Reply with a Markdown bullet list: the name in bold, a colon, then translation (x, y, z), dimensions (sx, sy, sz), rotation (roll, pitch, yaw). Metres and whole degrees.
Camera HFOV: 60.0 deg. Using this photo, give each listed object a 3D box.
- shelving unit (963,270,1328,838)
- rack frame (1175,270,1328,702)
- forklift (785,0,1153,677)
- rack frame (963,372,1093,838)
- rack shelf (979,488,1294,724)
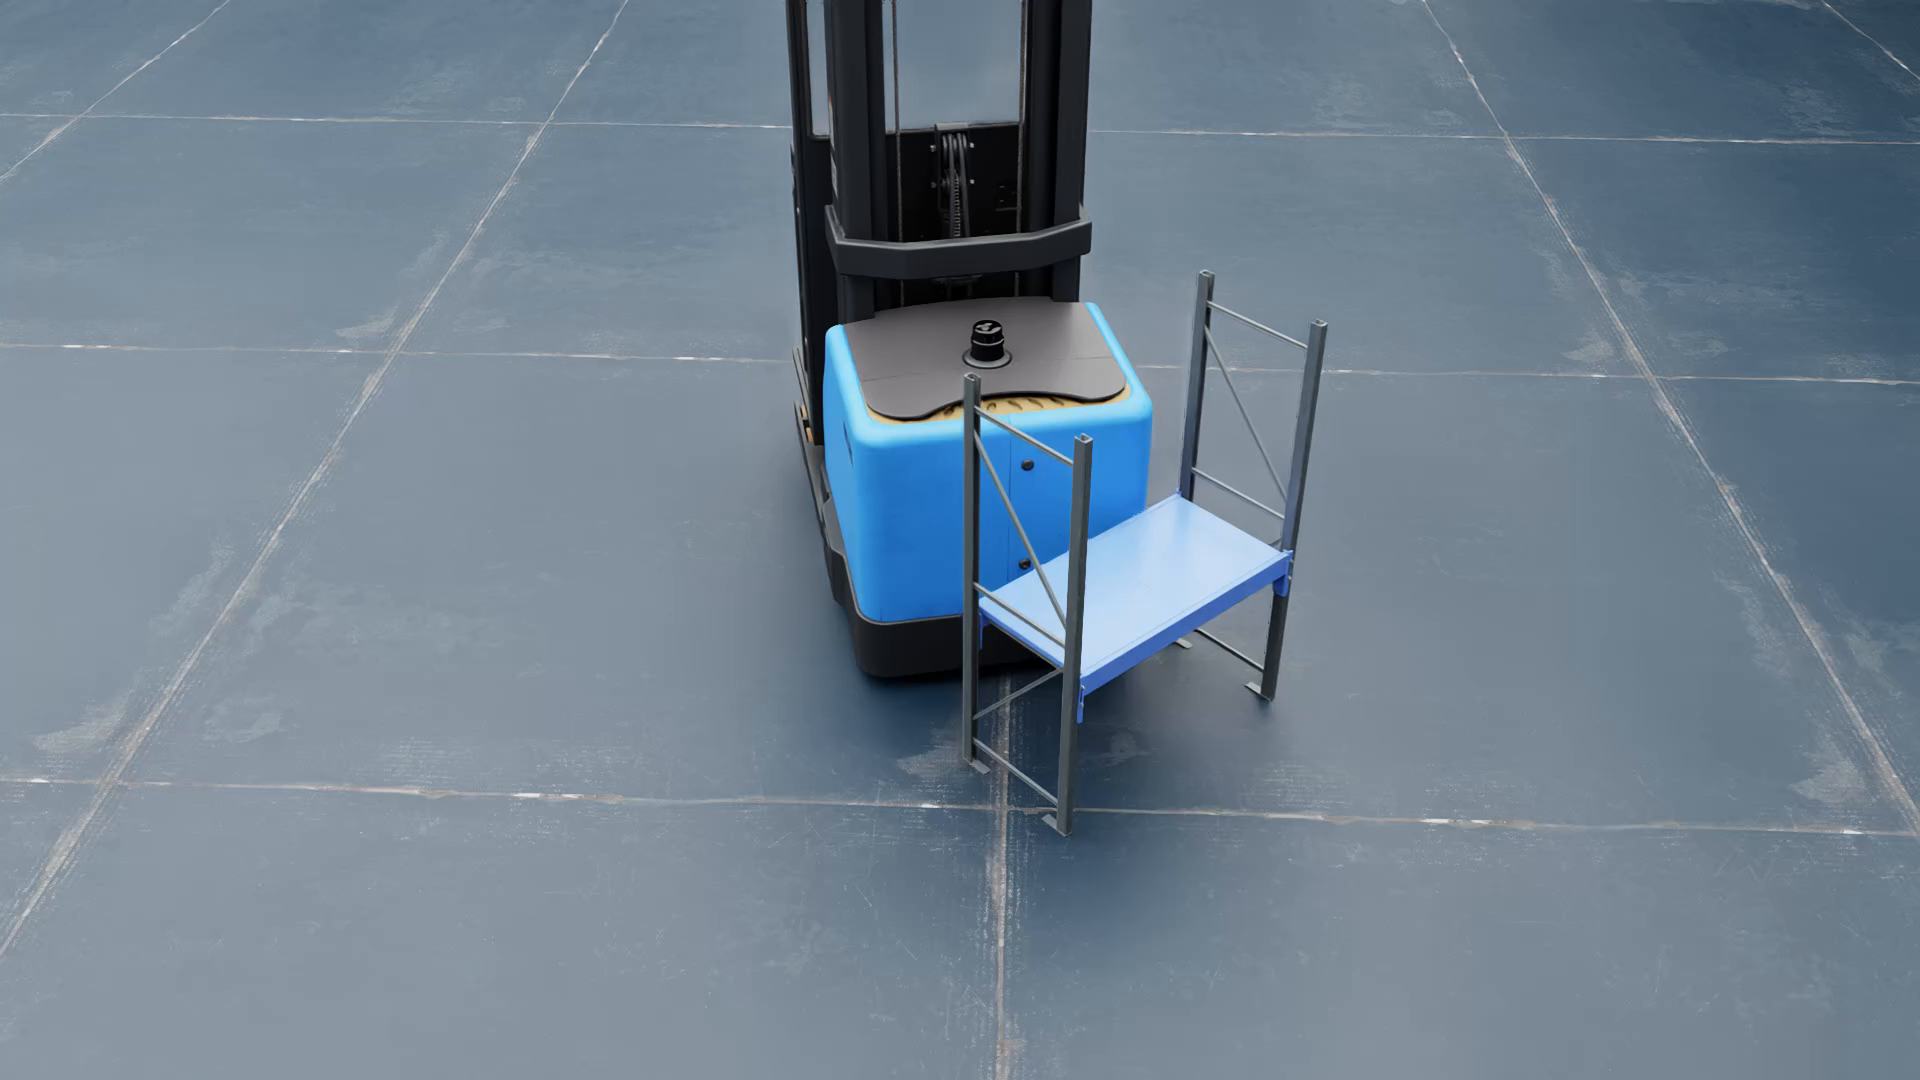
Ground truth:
- **shelving unit**: translation (0.568, 0.044, 5.383), dimensions (1.048, 1.500, 0.538), rotation (-27, 43, -33)
- **rack frame**: translation (0.949, -0.150, 5.659), dimensions (0.032, 1.500, 0.500), rotation (-27, 43, -33)
- **forklift**: translation (-0.118, -1.551, 6.408), dimensions (1.130, 2.935, 3.031), rotation (-6, 36, -9)
- **rack frame**: translation (0.187, 0.237, 5.108), dimensions (0.032, 1.500, 0.500), rotation (-27, 43, -33)
- **rack shelf**: translation (0.568, 0.191, 5.487), dimensions (1.000, 0.185, 0.538), rotation (-27, 43, -33)
